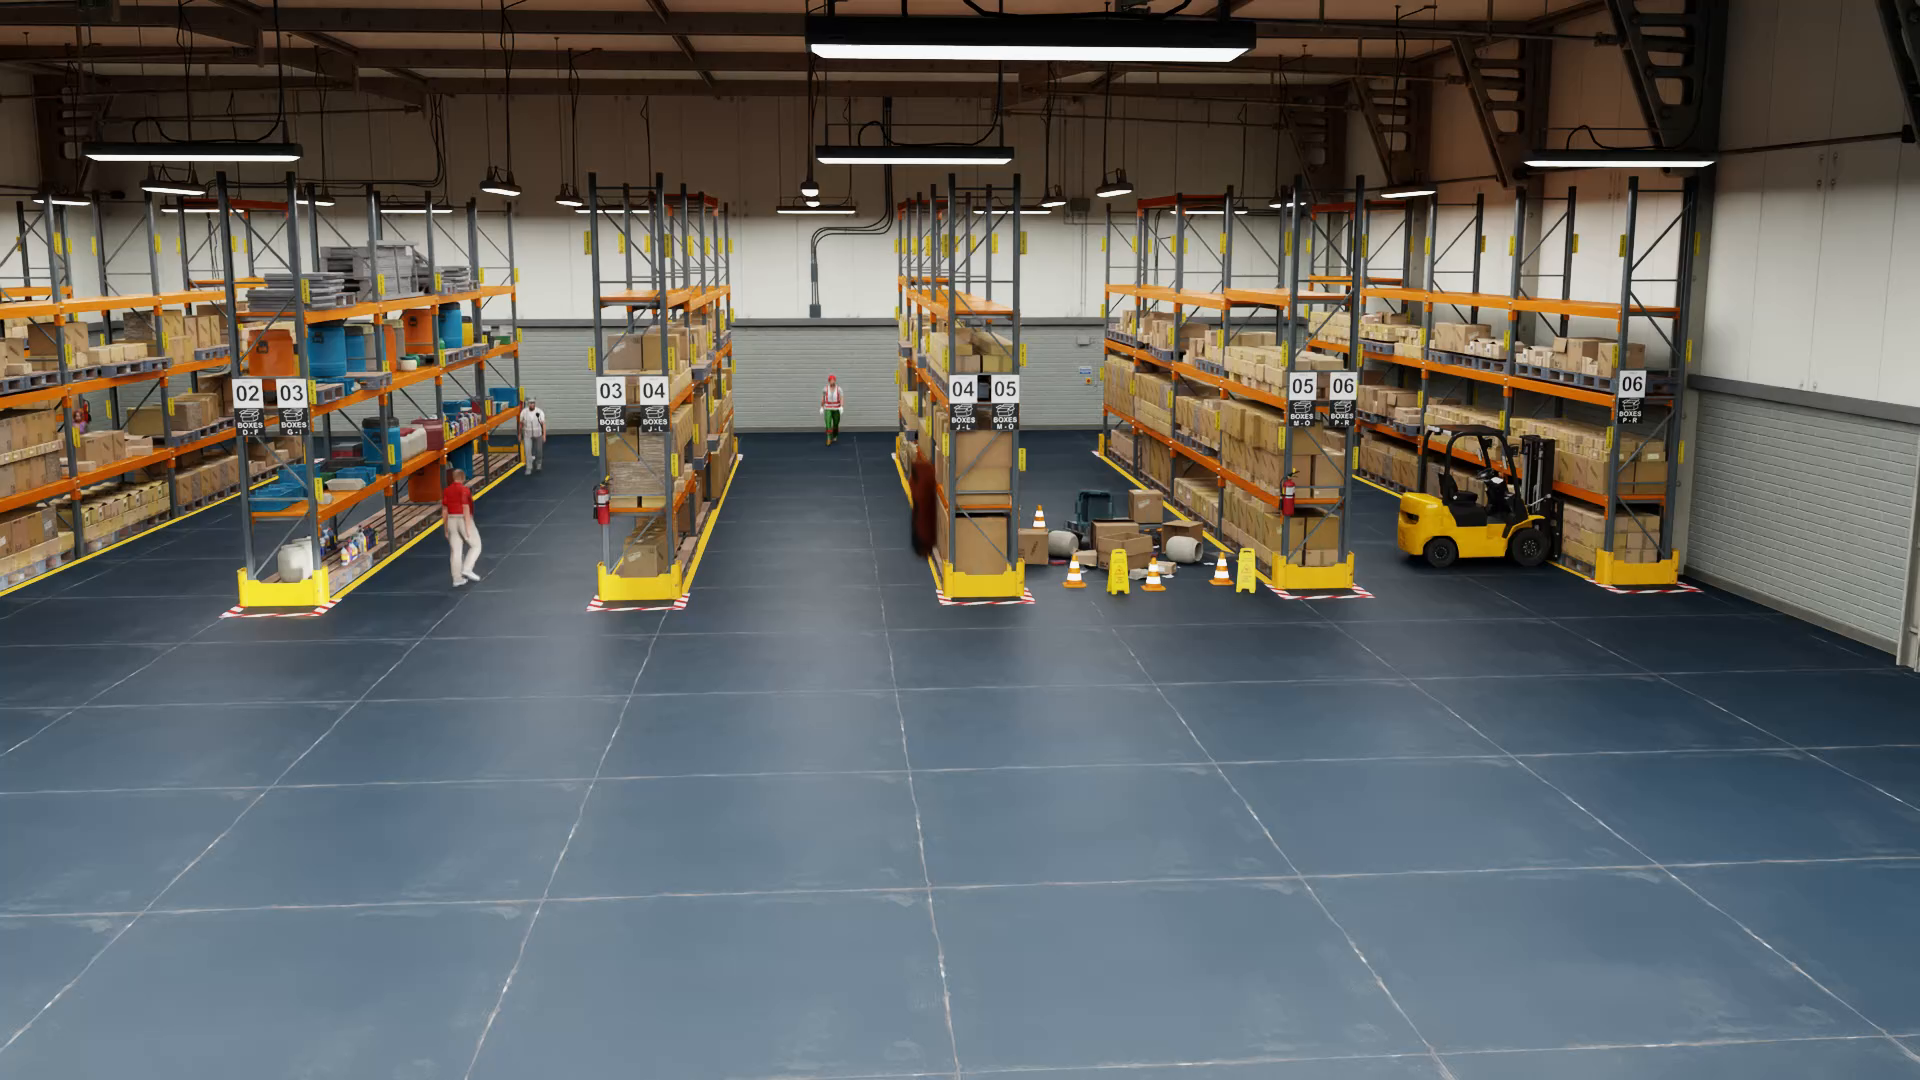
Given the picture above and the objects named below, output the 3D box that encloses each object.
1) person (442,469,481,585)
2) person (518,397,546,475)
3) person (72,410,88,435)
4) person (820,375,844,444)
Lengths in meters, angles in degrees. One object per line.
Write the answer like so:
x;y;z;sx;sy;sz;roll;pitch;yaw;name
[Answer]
-7.464;-0.193;24.809;0.590;1.712;0.485;1;10;8;person
-9.498;-2.343;36.910;0.616;1.697;1.068;-2;10;-14;person
-18.736;-1.995;35.413;0.389;1.549;0.899;-1;10;-6;person
-3.262;-3.345;42.471;0.595;1.720;1.050;-2;10;-9;person
